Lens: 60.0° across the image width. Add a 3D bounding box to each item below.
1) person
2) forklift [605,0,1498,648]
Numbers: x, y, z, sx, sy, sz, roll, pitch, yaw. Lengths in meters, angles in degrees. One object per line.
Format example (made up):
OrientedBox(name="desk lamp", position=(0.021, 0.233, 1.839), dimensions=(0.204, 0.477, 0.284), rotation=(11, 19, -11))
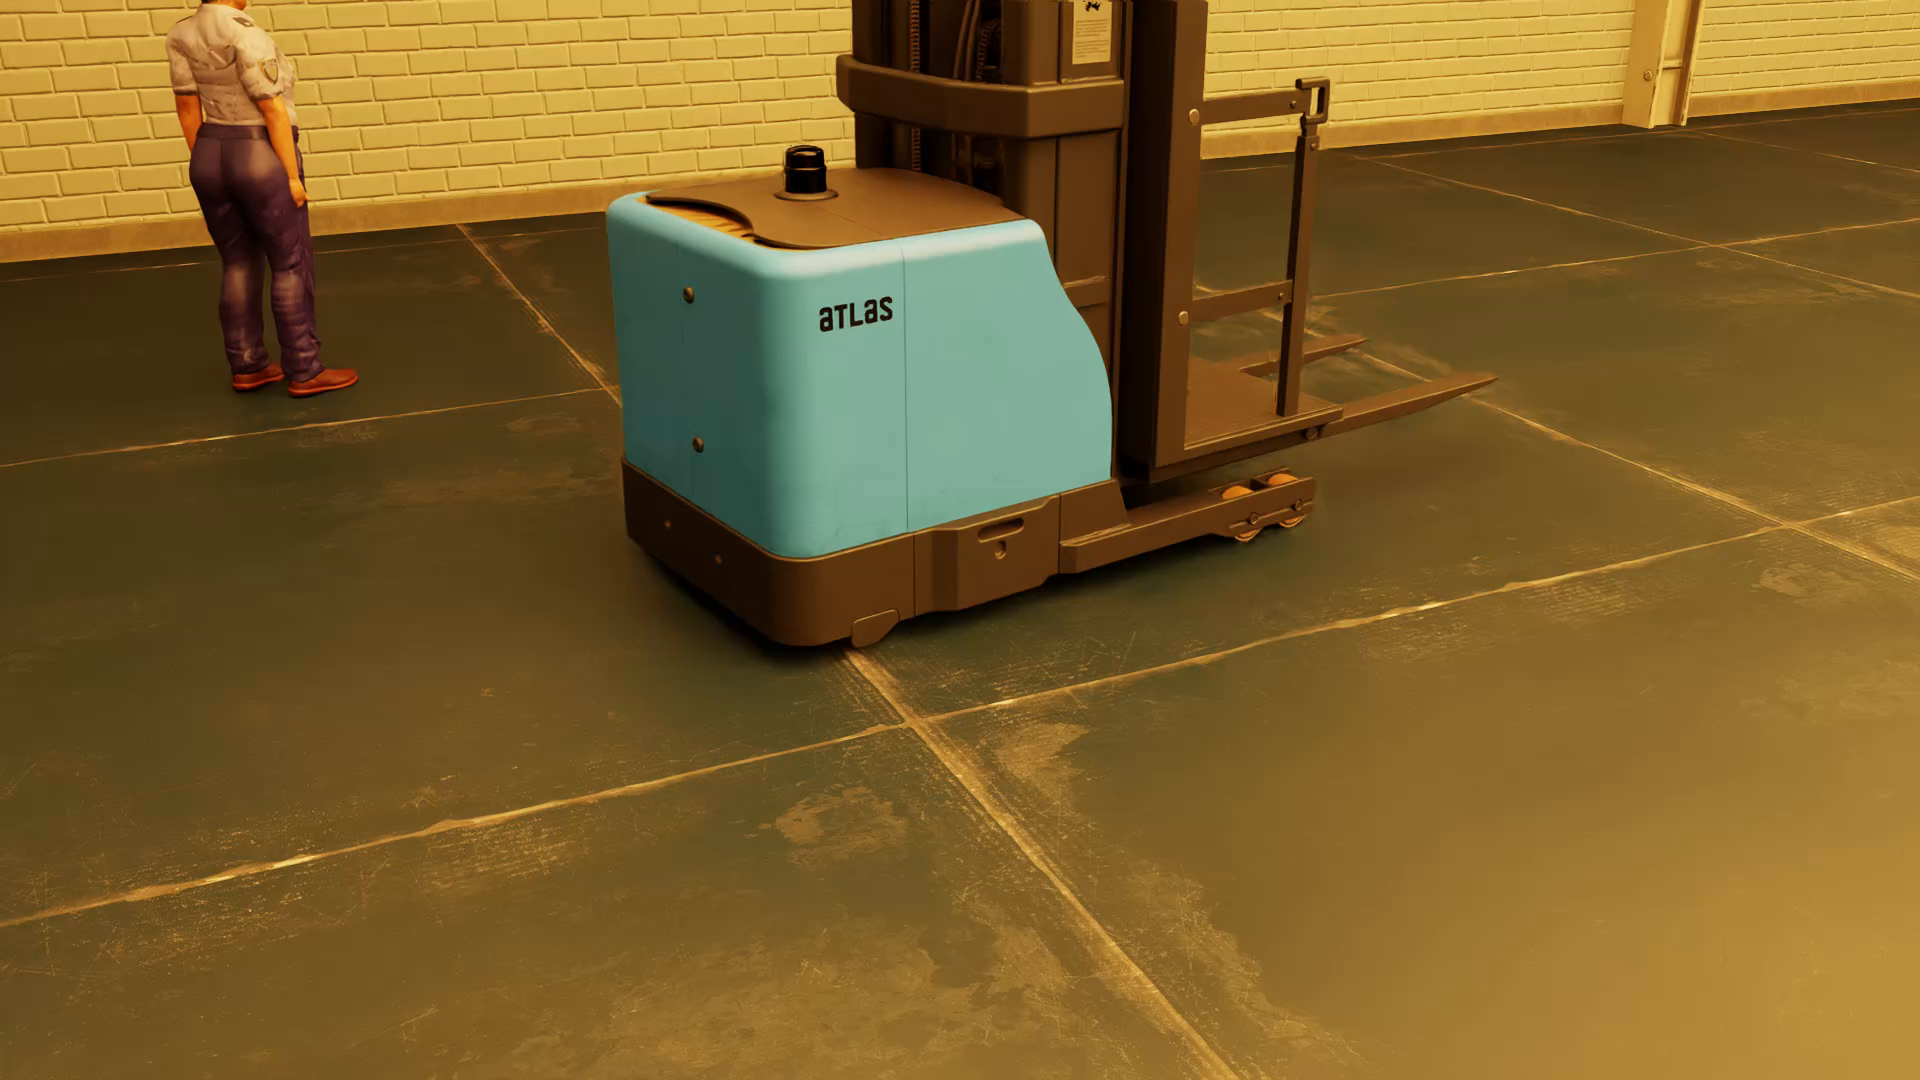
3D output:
OrientedBox(name="person", position=(-2.658, -1.368, 6.256), dimensions=(0.479, 1.653, 0.348), rotation=(8, 24, 19))
OrientedBox(name="forklift", position=(0.497, -1.499, 4.894), dimensions=(3.031, 2.935, 1.130), rotation=(-15, 27, -32))
